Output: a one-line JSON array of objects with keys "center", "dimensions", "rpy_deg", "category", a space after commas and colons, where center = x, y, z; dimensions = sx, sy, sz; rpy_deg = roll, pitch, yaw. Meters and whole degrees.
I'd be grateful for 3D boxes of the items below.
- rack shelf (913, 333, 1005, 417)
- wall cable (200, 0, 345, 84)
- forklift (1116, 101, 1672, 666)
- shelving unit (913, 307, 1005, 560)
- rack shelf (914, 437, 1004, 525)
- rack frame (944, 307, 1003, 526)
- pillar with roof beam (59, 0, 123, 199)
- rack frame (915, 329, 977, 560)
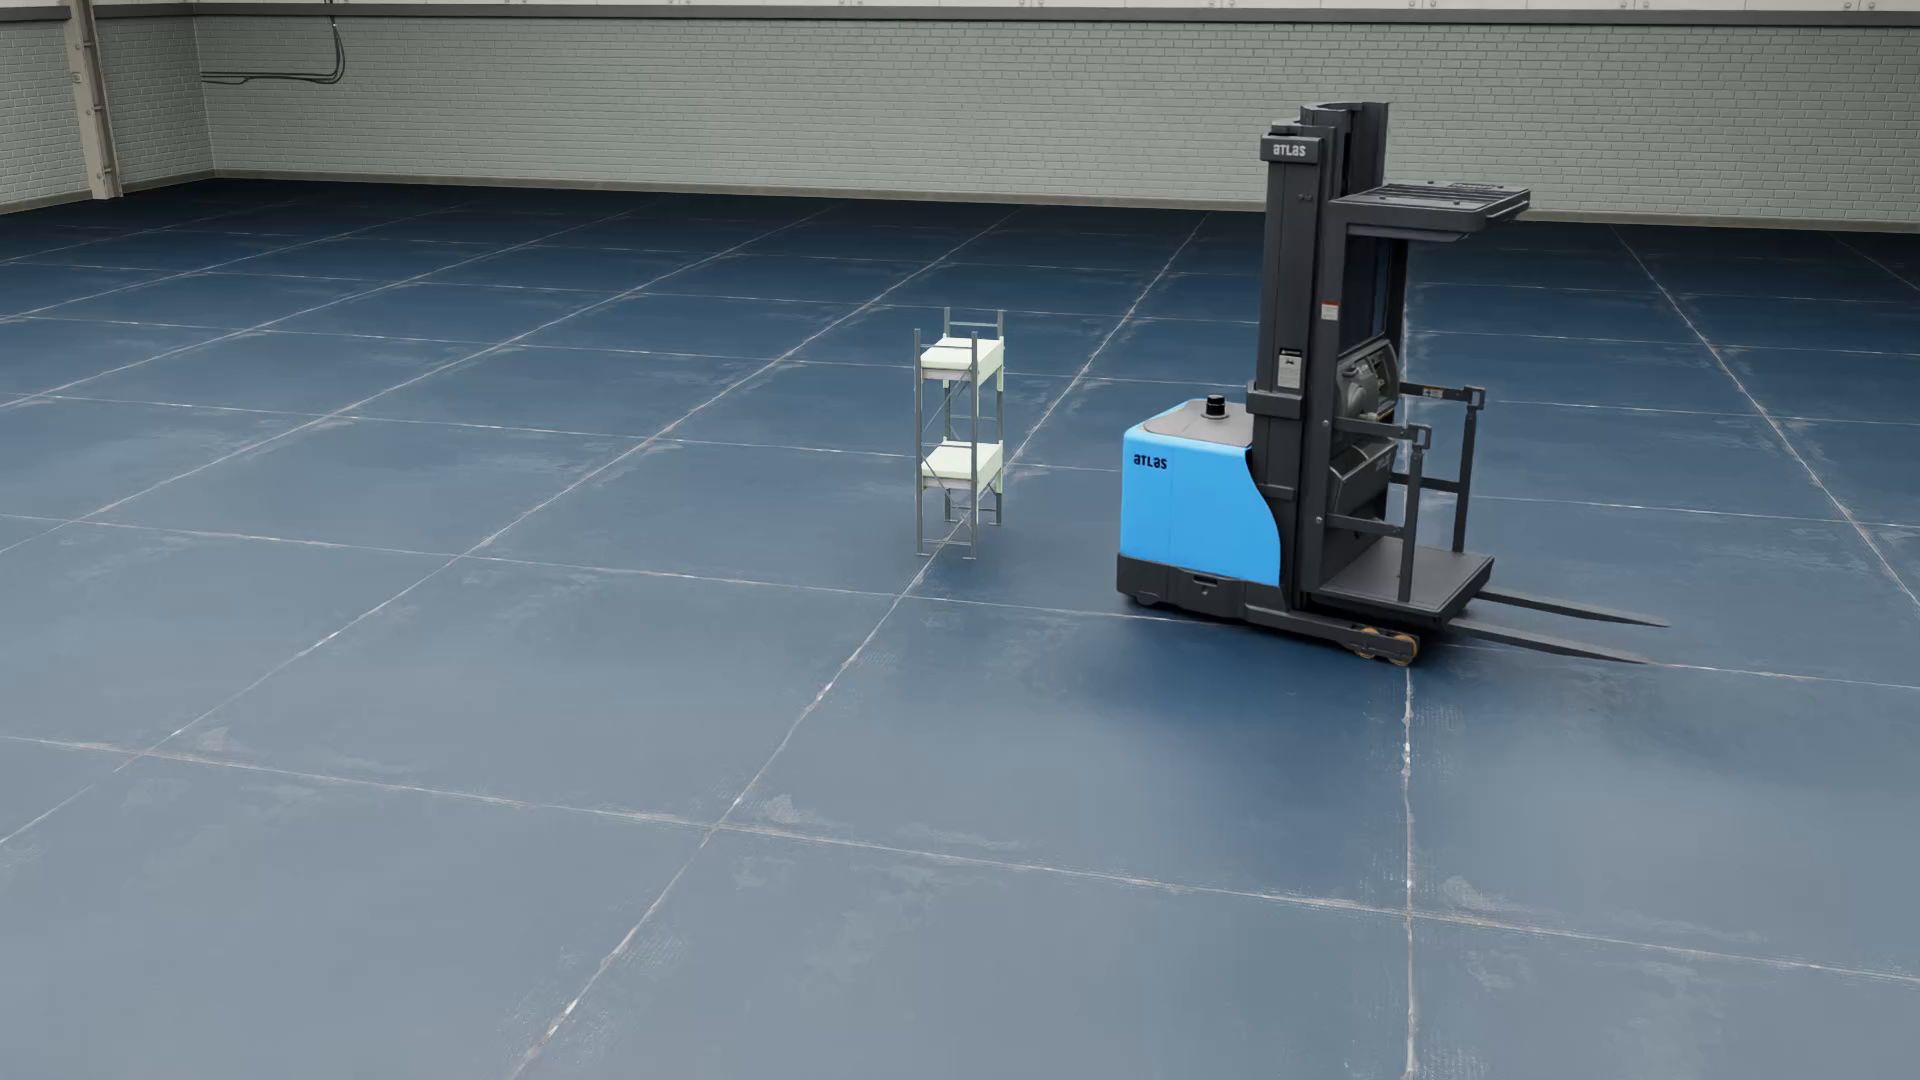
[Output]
[{"center": [0.002, -1.081, 10.825], "dimensions": [0.431, 0.370, 0.720], "rpy_deg": [5, 19, 13], "category": "rack shelf"}, {"center": [-12.449, -9.414, 29.630], "dimensions": [3.097, 2.526, 0.112], "rpy_deg": [5, 19, 13], "category": "wall cable"}, {"center": [2.467, -0.891, 9.261], "dimensions": [3.031, 2.935, 1.130], "rpy_deg": [12, 22, 31], "category": "forklift"}, {"center": [0.002, -0.712, 10.951], "dimensions": [0.431, 1.500, 0.755], "rpy_deg": [5, 19, 13], "category": "shelving unit"}, {"center": [0.002, -0.403, 11.057], "dimensions": [0.431, 0.370, 0.720], "rpy_deg": [5, 19, 13], "category": "rack shelf"}, {"center": [0.091, -0.827, 11.287], "dimensions": [0.400, 1.500, 0.023], "rpy_deg": [5, 19, 13], "category": "rack frame"}, {"center": [-10.276, -9.724, 25.735], "dimensions": [9.100, 9.000, 0.400], "rpy_deg": [5, 19, 13], "category": "pillar with roof beam"}, {"center": [-0.088, -0.597, 10.615], "dimensions": [0.400, 1.500, 0.023], "rpy_deg": [5, 19, 13], "category": "rack frame"}]
